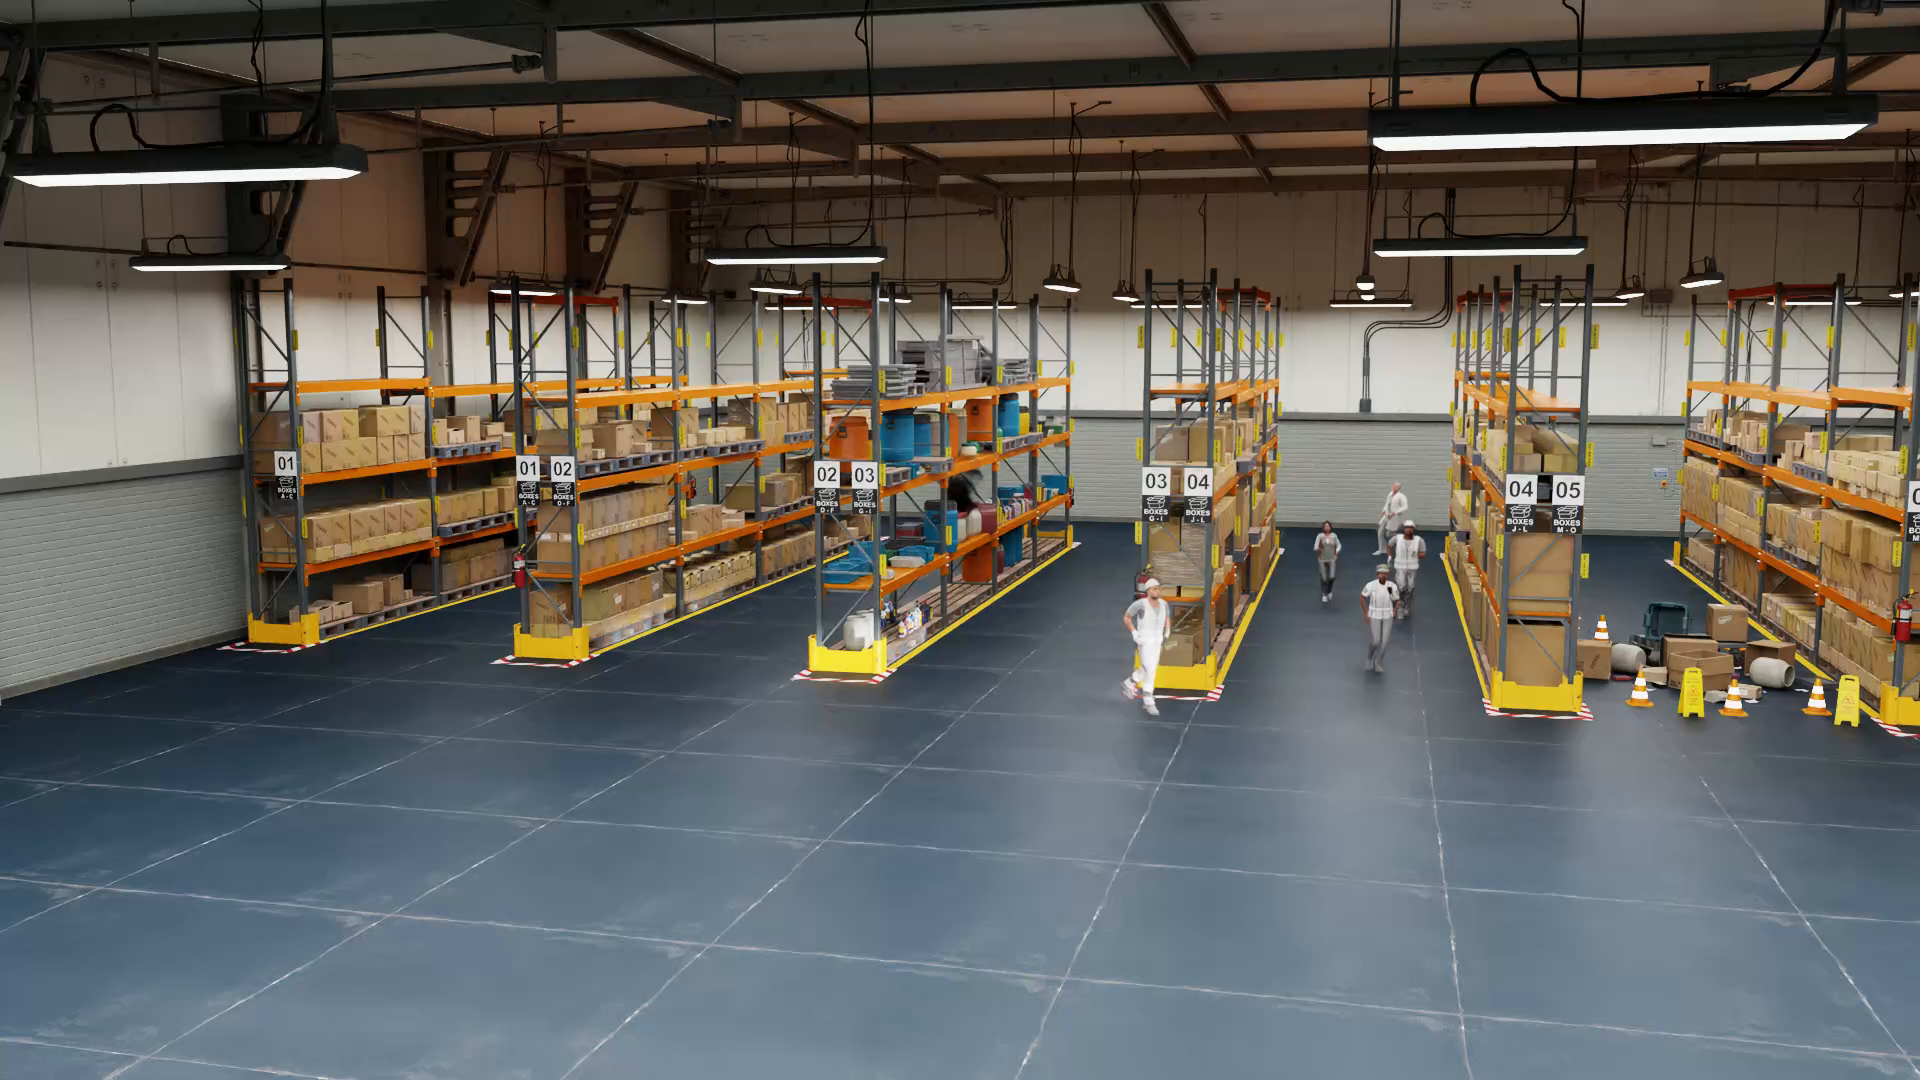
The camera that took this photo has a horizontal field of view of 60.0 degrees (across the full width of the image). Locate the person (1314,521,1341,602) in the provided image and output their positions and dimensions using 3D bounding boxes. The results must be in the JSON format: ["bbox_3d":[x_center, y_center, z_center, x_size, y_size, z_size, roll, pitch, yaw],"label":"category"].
[{"bbox_3d":[6.998,0.422,31.674,0.520,1.556,0.570,1,7,9],"label":"person"}]

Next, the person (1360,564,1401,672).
[{"bbox_3d":[6.341,1.181,25.006,0.585,1.668,0.589,0,7,2],"label":"person"}]

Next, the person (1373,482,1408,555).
[{"bbox_3d":[10.163,-0.486,38.872,0.783,1.721,0.747,-3,8,-26],"label":"person"}]

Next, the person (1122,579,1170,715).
[{"bbox_3d":[2.555,1.404,22.647,0.664,1.804,0.868,-4,8,-32],"label":"person"}]

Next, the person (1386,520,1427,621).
[{"bbox_3d":[8.012,0.548,29.823,0.669,1.815,0.694,1,7,7],"label":"person"}]
